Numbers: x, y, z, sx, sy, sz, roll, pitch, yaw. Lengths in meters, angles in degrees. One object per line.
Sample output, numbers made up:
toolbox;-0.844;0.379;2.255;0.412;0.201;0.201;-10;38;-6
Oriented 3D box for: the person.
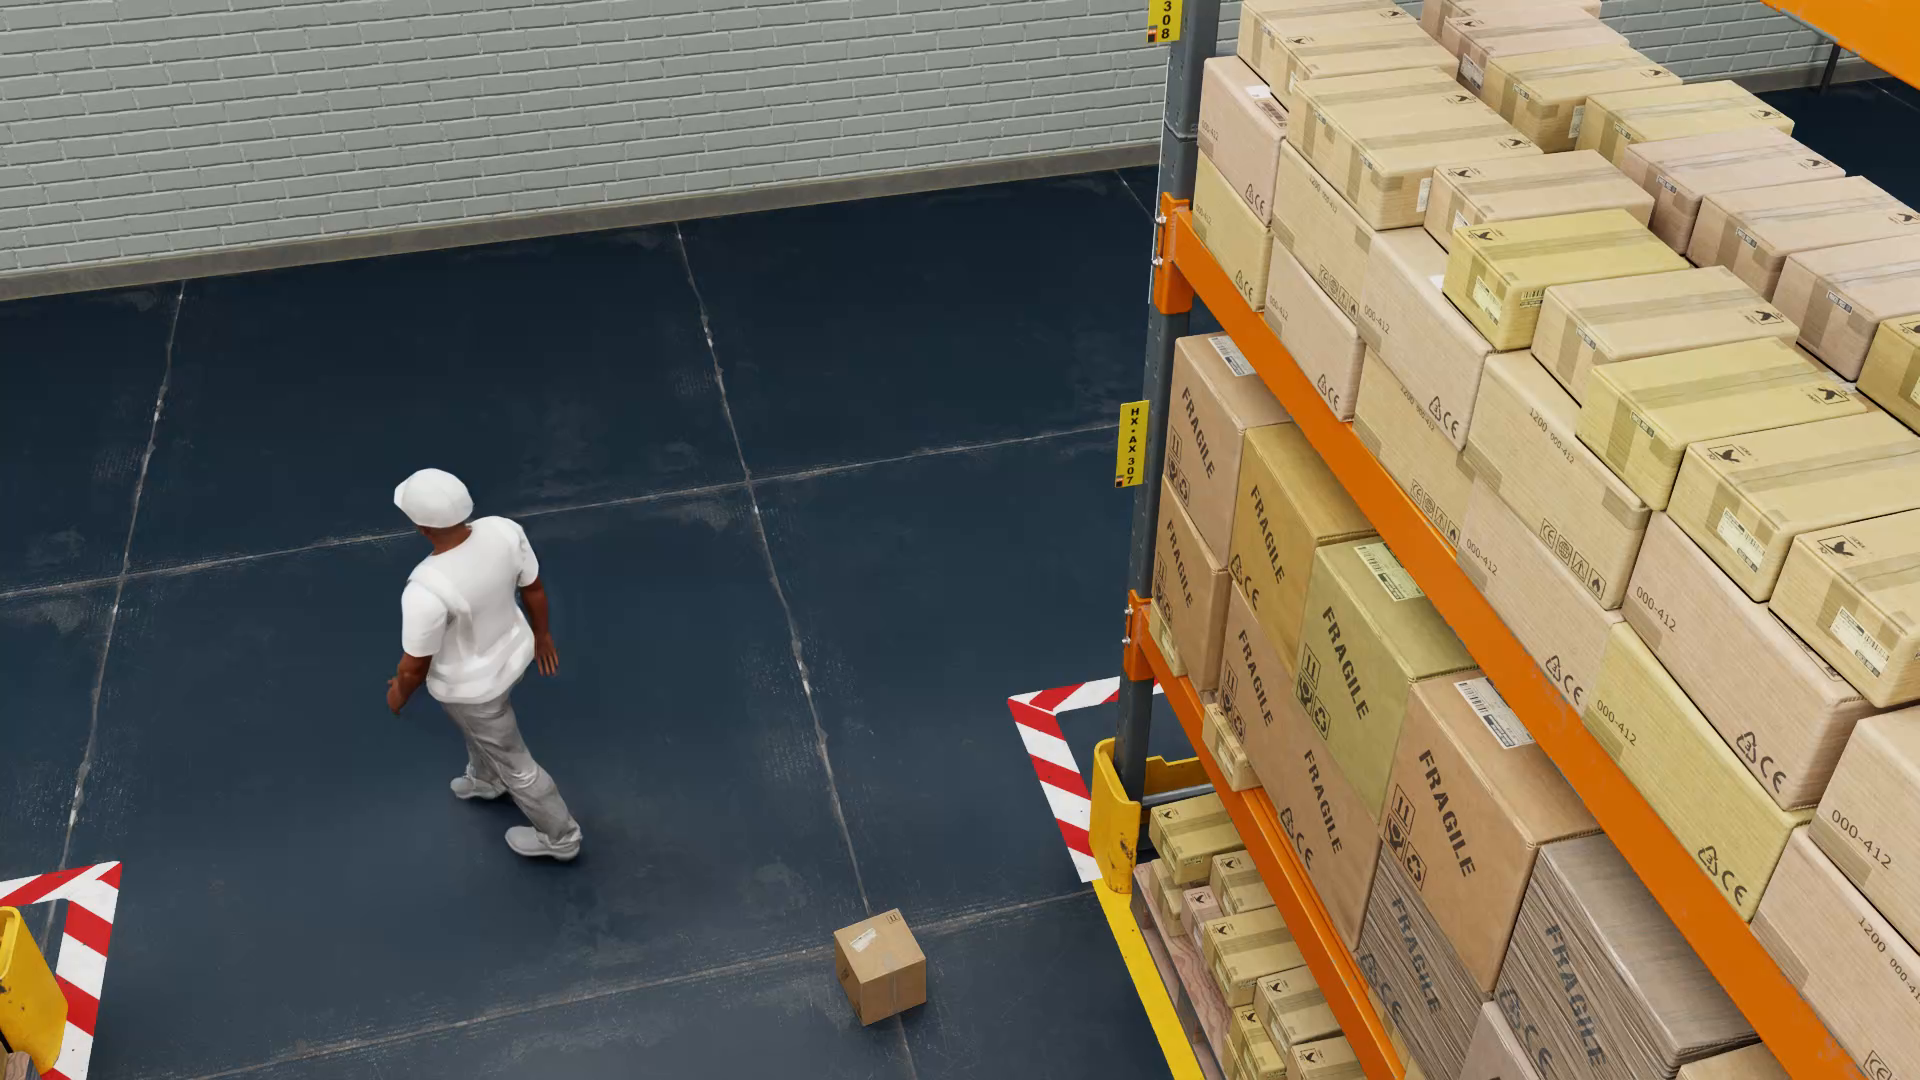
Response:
person;-1.805;0.476;6.100;0.742;1.804;0.583;14;40;17
